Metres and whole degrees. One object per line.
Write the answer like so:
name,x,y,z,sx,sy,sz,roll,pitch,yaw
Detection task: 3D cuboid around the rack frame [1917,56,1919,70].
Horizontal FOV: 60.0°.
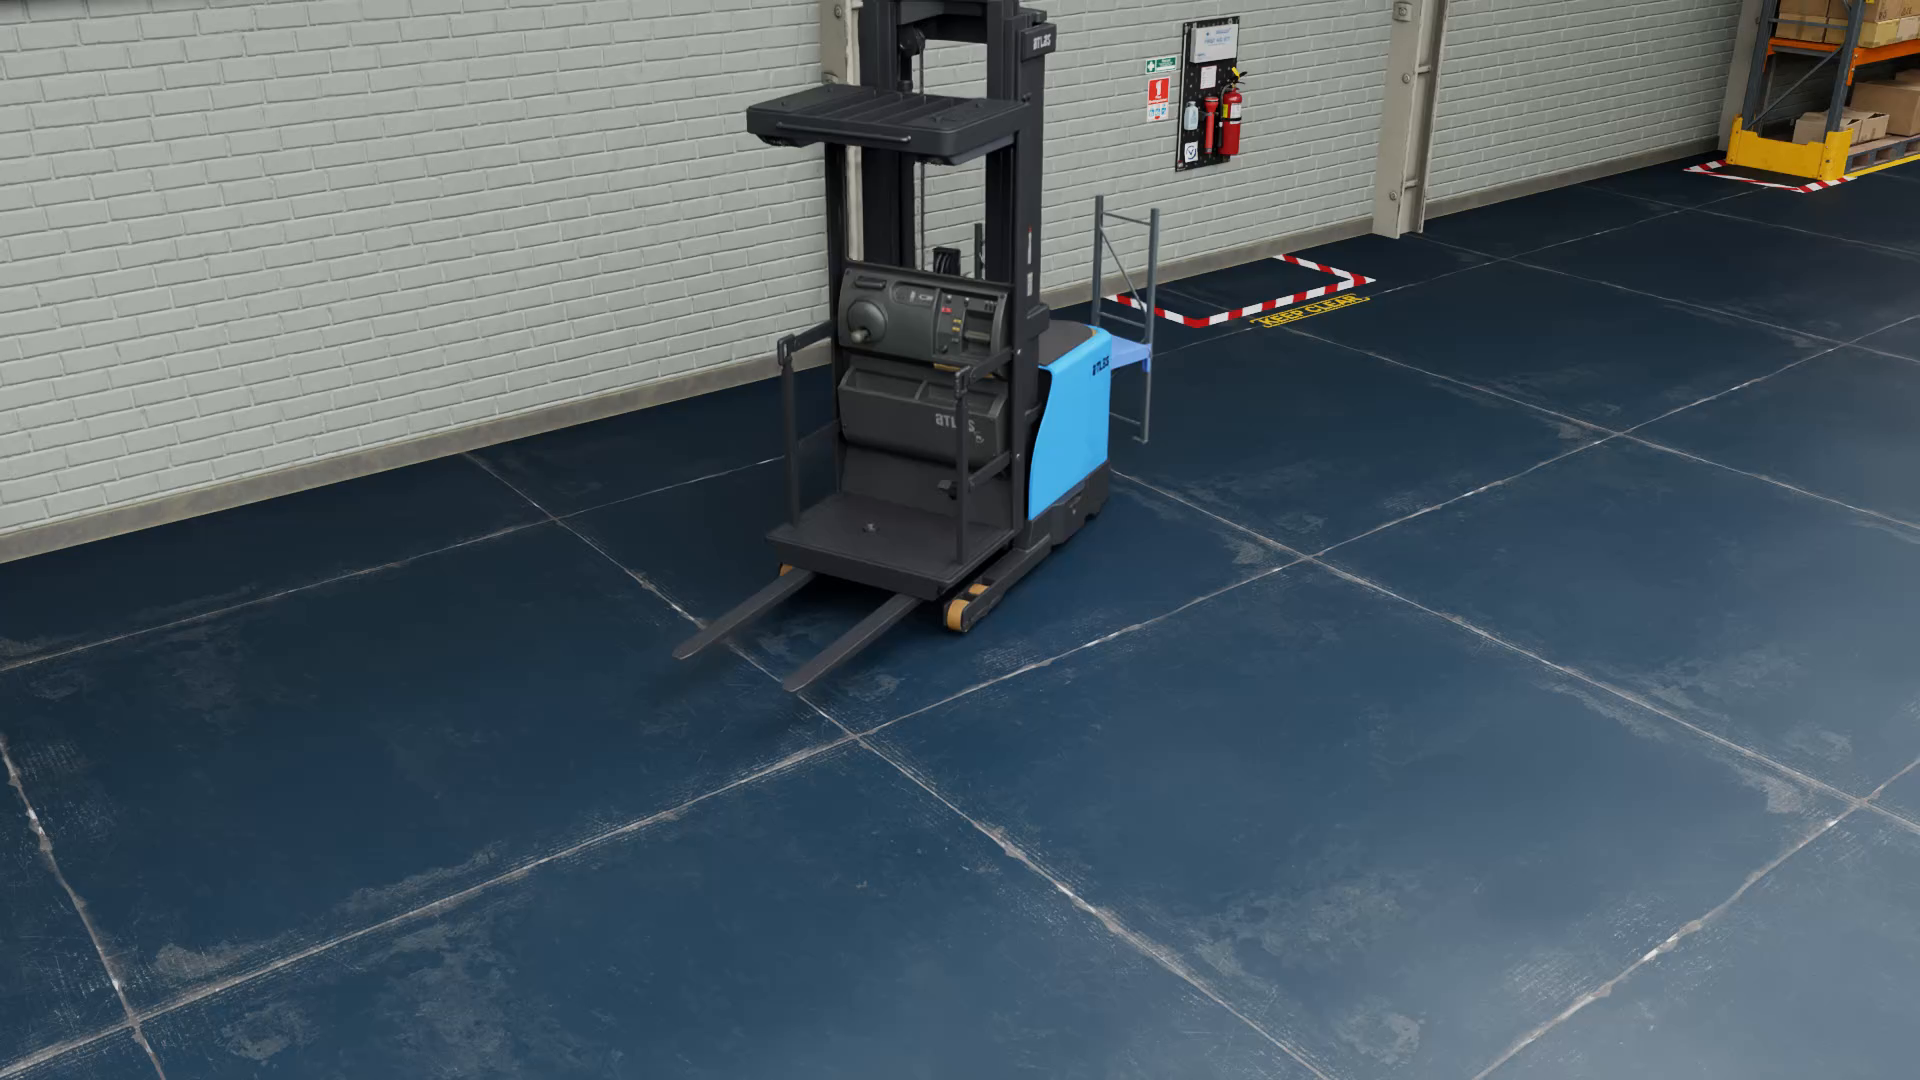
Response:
rack frame,11.889,-6.341,19.350,0.127,3.000,1.000,-18,31,-34

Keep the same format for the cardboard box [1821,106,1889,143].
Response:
cardboard box,9.790,-4.580,18.227,0.500,0.311,0.500,-15,29,-30

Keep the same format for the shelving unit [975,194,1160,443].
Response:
shelving unit,0.642,-1.236,10.132,1.048,1.500,0.538,-21,32,-38

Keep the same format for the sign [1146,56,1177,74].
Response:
sign,1.579,-3.728,13.048,0.331,0.109,0.001,-18,31,-34

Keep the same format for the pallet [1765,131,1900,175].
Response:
pallet,9.462,-4.256,18.170,1.213,0.211,1.003,-18,31,-34

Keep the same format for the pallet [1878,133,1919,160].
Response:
pallet,10.421,-4.572,18.850,1.213,0.211,1.003,-18,31,-34

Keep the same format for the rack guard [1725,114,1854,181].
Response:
rack guard,8.801,-4.188,17.680,0.348,0.500,1.175,-18,31,-34

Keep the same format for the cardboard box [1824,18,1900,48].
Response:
cardboard box,9.321,-5.265,17.185,0.500,0.250,0.500,-19,31,-35

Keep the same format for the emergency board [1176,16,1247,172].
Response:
emergency board,2.068,-3.583,13.406,0.643,1.169,0.194,-18,31,-34

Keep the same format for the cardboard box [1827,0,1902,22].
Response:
cardboard box,9.302,-5.608,17.034,0.500,0.500,0.500,-18,31,-34

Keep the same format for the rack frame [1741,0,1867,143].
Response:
rack frame,8.741,-5.302,17.111,0.127,3.000,1.000,-18,31,-34

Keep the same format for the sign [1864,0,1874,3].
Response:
sign,9.076,-5.515,16.542,0.005,0.325,0.100,-18,31,-34

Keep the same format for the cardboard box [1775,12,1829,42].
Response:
cardboard box,8.989,-5.429,17.539,0.500,0.250,0.500,-18,30,-33

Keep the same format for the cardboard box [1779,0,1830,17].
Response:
cardboard box,8.981,-5.776,17.396,0.500,0.500,0.500,-19,31,-35

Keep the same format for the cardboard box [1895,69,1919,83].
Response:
cardboard box,11.097,-5.124,19.174,0.500,0.500,0.500,-21,32,-38

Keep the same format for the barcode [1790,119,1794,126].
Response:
barcode,9.108,-4.573,18.202,0.075,0.075,0.001,-18,31,-34

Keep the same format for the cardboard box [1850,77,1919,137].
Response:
cardboard box,10.398,-4.840,18.562,0.500,0.500,0.700,-21,32,-37

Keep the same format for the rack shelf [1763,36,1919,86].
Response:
rack shelf,10.315,-5.495,18.382,4.000,0.370,1.077,-18,31,-34

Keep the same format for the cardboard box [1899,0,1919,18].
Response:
cardboard box,9.697,-5.733,17.303,0.500,0.500,0.500,-18,30,-34

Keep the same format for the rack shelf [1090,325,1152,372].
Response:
rack shelf,0.642,-1.073,10.207,1.000,0.185,0.538,-21,32,-38

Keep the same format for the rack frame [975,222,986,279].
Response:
rack frame,0.265,-1.092,9.822,0.032,1.500,0.500,-21,32,-38

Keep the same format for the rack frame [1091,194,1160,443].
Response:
rack frame,1.018,-1.380,10.442,0.032,1.500,0.500,-21,32,-38

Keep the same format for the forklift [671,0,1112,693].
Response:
forklift,-0.295,-1.087,8.110,1.130,2.935,3.031,13,28,26

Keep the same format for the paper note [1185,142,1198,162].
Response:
paper note,1.886,-3.160,13.542,0.142,0.148,0.016,-18,31,-34

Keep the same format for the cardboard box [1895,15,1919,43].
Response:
cardboard box,9.721,-5.404,17.486,0.500,0.250,0.500,-19,31,-36

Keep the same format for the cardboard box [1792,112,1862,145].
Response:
cardboard box,9.341,-4.432,17.908,0.500,0.311,0.500,-23,33,-40

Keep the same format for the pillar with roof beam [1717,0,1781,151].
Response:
pillar with roof beam,11.414,-7.066,13.785,0.400,9.000,9.100,-18,31,-34

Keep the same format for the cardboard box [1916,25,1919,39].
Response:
cardboard box,10.125,-5.535,17.767,0.500,0.250,0.500,-19,31,-35

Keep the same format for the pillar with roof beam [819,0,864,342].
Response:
pillar with roof beam,1.971,-3.948,7.068,0.400,9.000,9.100,-18,31,-34

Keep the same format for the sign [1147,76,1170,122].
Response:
sign,1.570,-3.489,13.163,0.234,0.329,0.001,-18,31,-34

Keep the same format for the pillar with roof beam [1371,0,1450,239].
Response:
pillar with roof beam,6.693,-5.507,10.427,0.400,9.000,9.100,-18,31,-34
